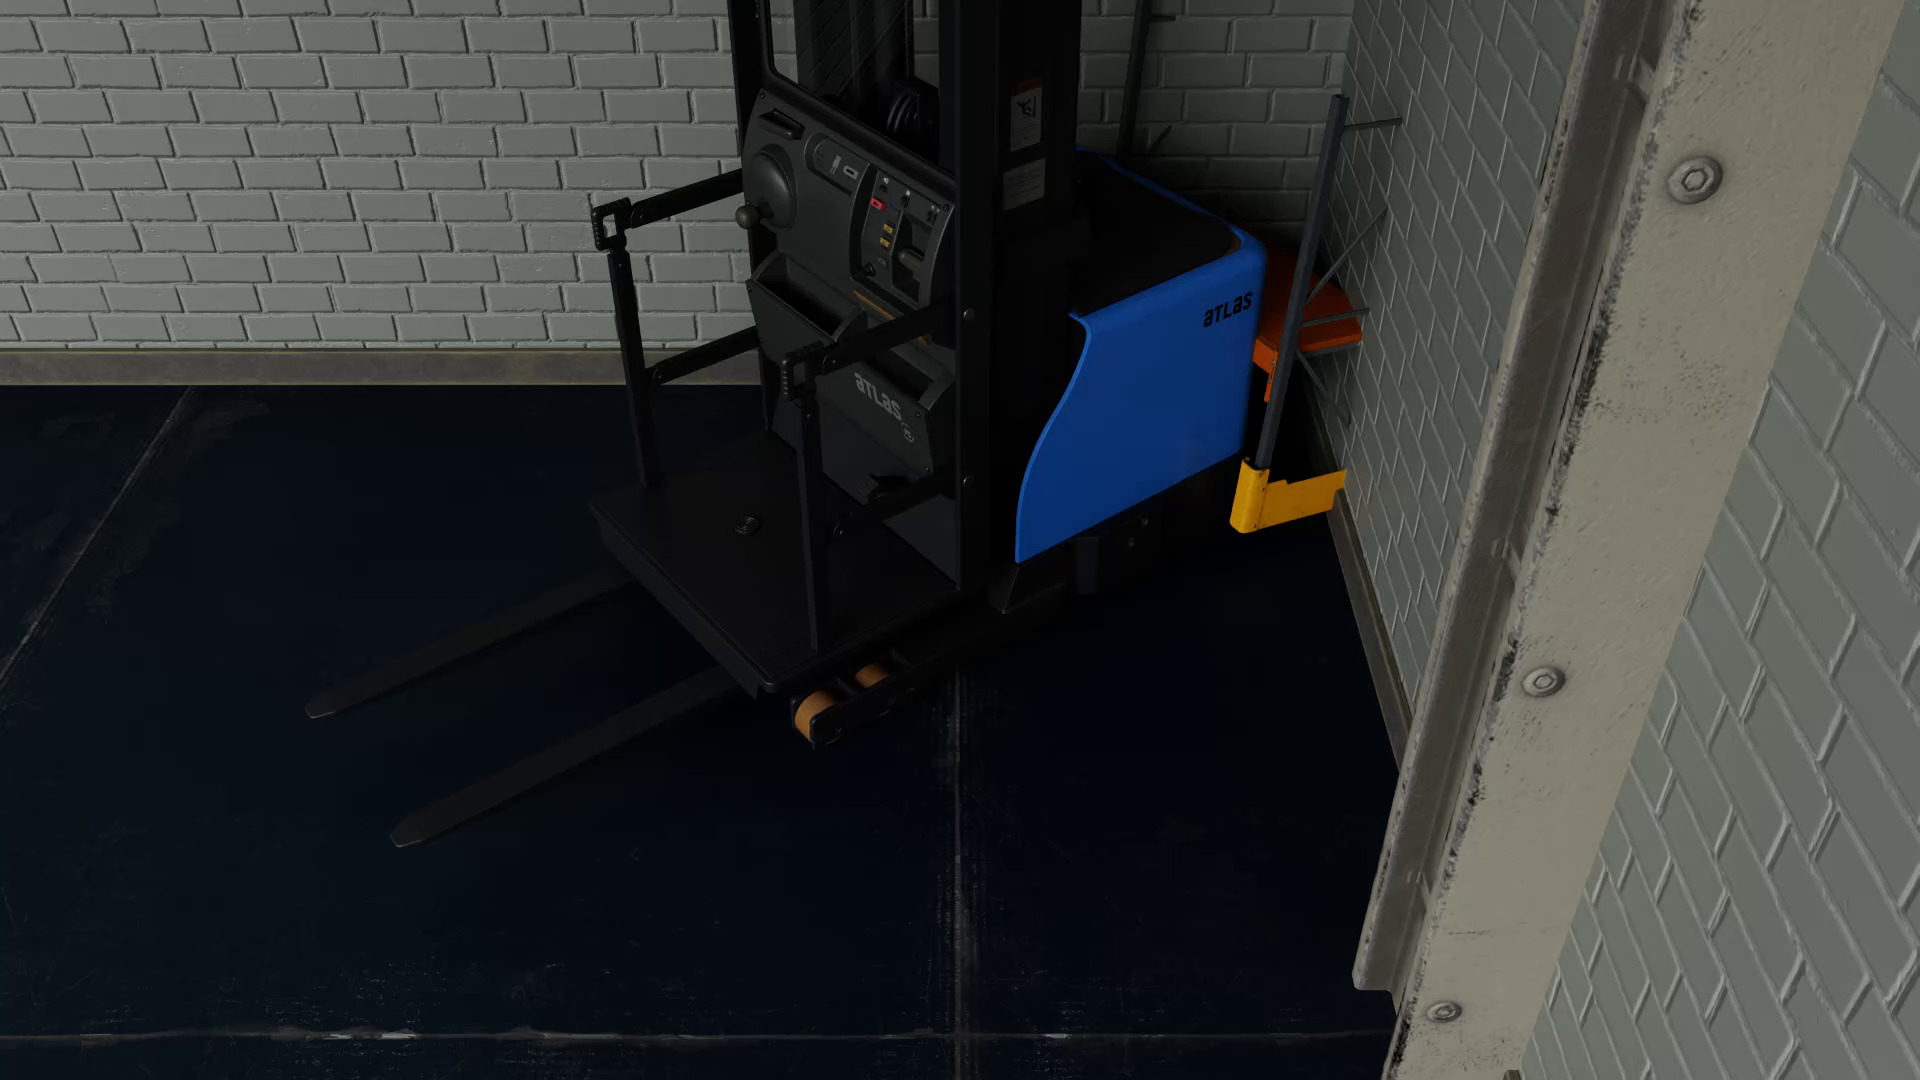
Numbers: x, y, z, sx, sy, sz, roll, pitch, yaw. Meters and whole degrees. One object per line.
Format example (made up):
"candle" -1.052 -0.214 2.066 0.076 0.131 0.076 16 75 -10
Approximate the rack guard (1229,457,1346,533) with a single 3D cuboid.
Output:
"rack guard" 1.194 -0.207 5.680 0.587 0.250 0.087 -14 39 -25

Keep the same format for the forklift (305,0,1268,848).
"forklift" -0.491 -0.905 4.535 3.031 2.935 1.130 -26 45 -29

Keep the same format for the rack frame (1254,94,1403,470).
"rack frame" 1.242 -0.717 5.322 0.500 1.500 0.032 -14 39 -25

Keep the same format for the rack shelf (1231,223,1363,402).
"rack shelf" 0.987 -0.842 5.780 0.538 0.185 1.000 -14 39 -25

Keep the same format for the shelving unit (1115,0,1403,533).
"shelving unit" 1.005 -0.984 5.671 0.587 1.500 1.083 -14 39 -25

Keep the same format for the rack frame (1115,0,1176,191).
"rack frame" 0.759 -1.260 6.033 0.500 1.500 0.032 -14 39 -25

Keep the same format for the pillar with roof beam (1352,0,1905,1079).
"pillar with roof beam" -3.128 -2.259 1.372 9.100 9.000 0.400 0 39 0
